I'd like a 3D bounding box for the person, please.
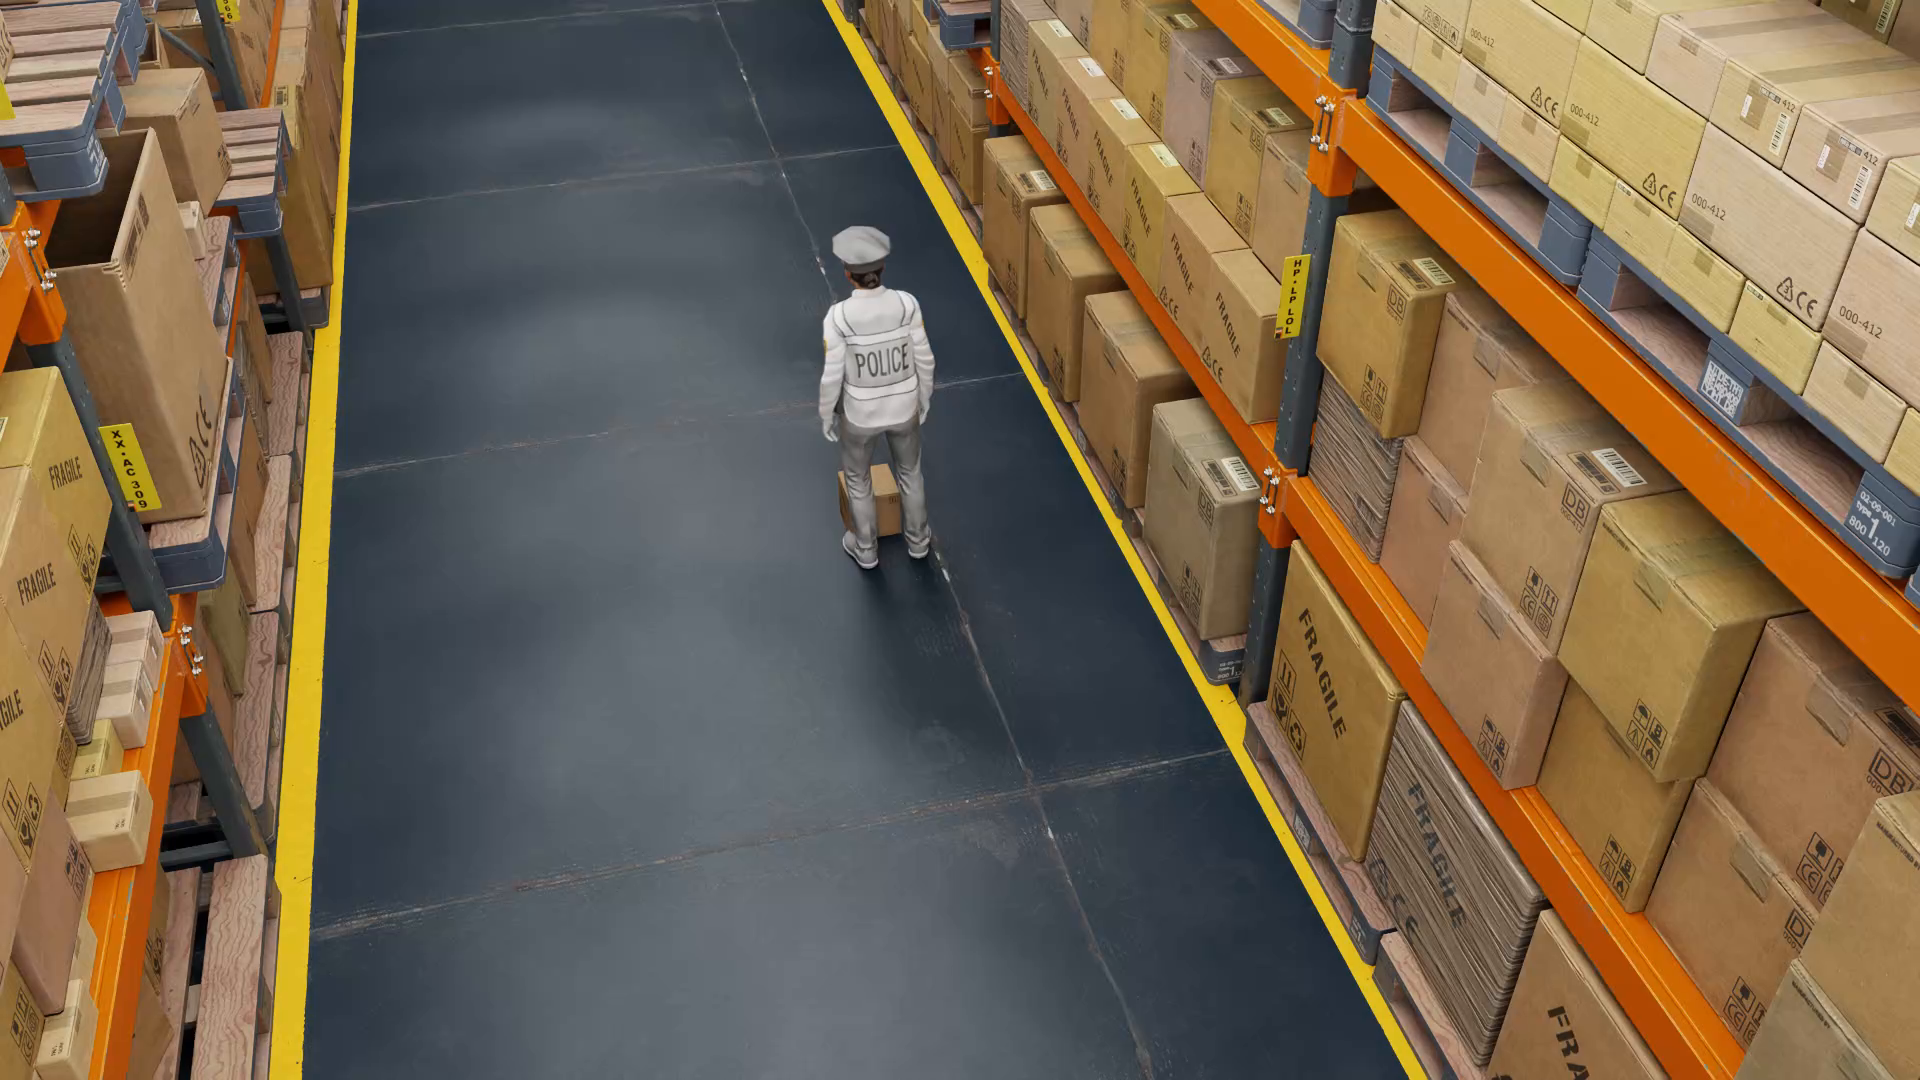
[{"bbox_3d":[-0.372,-0.590,7.456,0.537,1.661,0.373,-12,40,-14],"label":"person"}]
